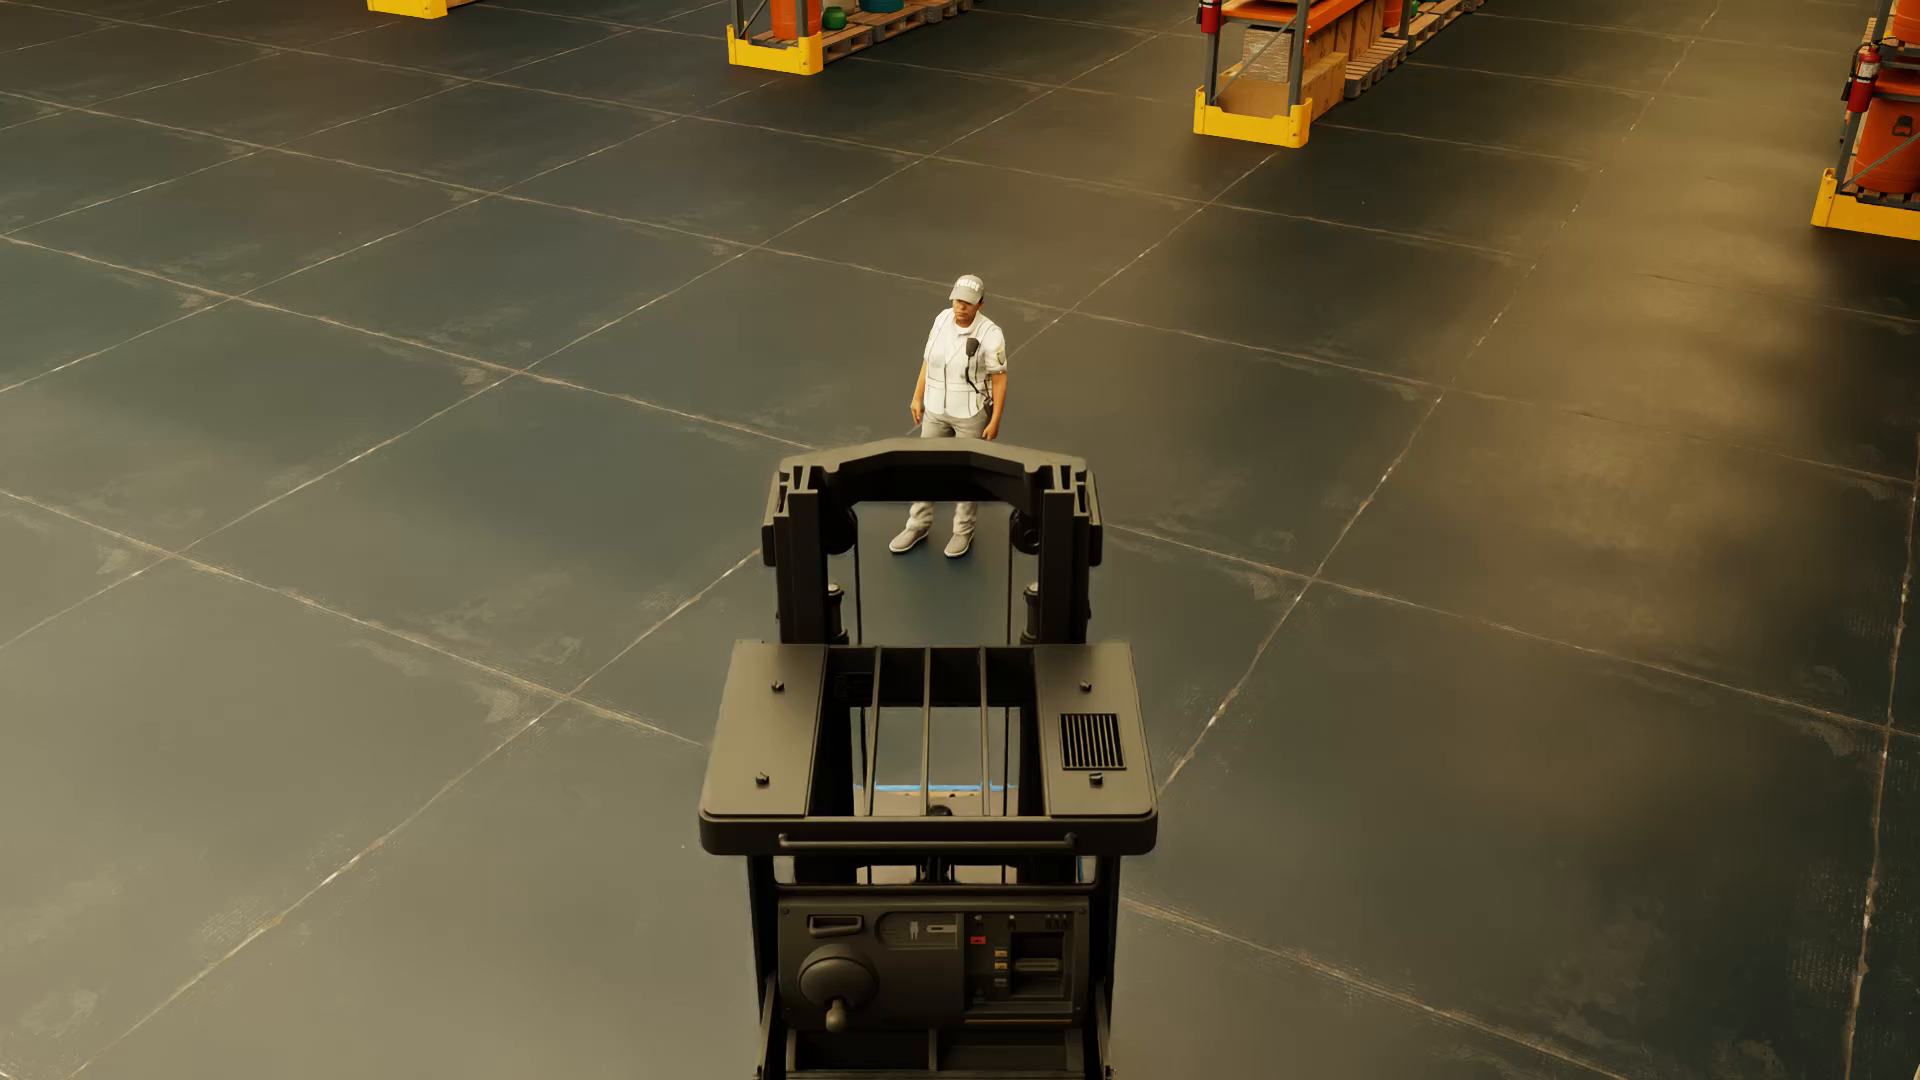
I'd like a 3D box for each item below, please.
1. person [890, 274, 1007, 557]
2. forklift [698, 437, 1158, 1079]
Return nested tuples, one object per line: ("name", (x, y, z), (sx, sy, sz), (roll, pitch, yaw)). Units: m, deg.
("person", (-0.057, -0.701, 9.534), (0.598, 1.670, 0.529), (15, 33, 25))
("forklift", (-0.075, 1.314, 4.794), (1.130, 2.935, 3.031), (0, 30, 0))
